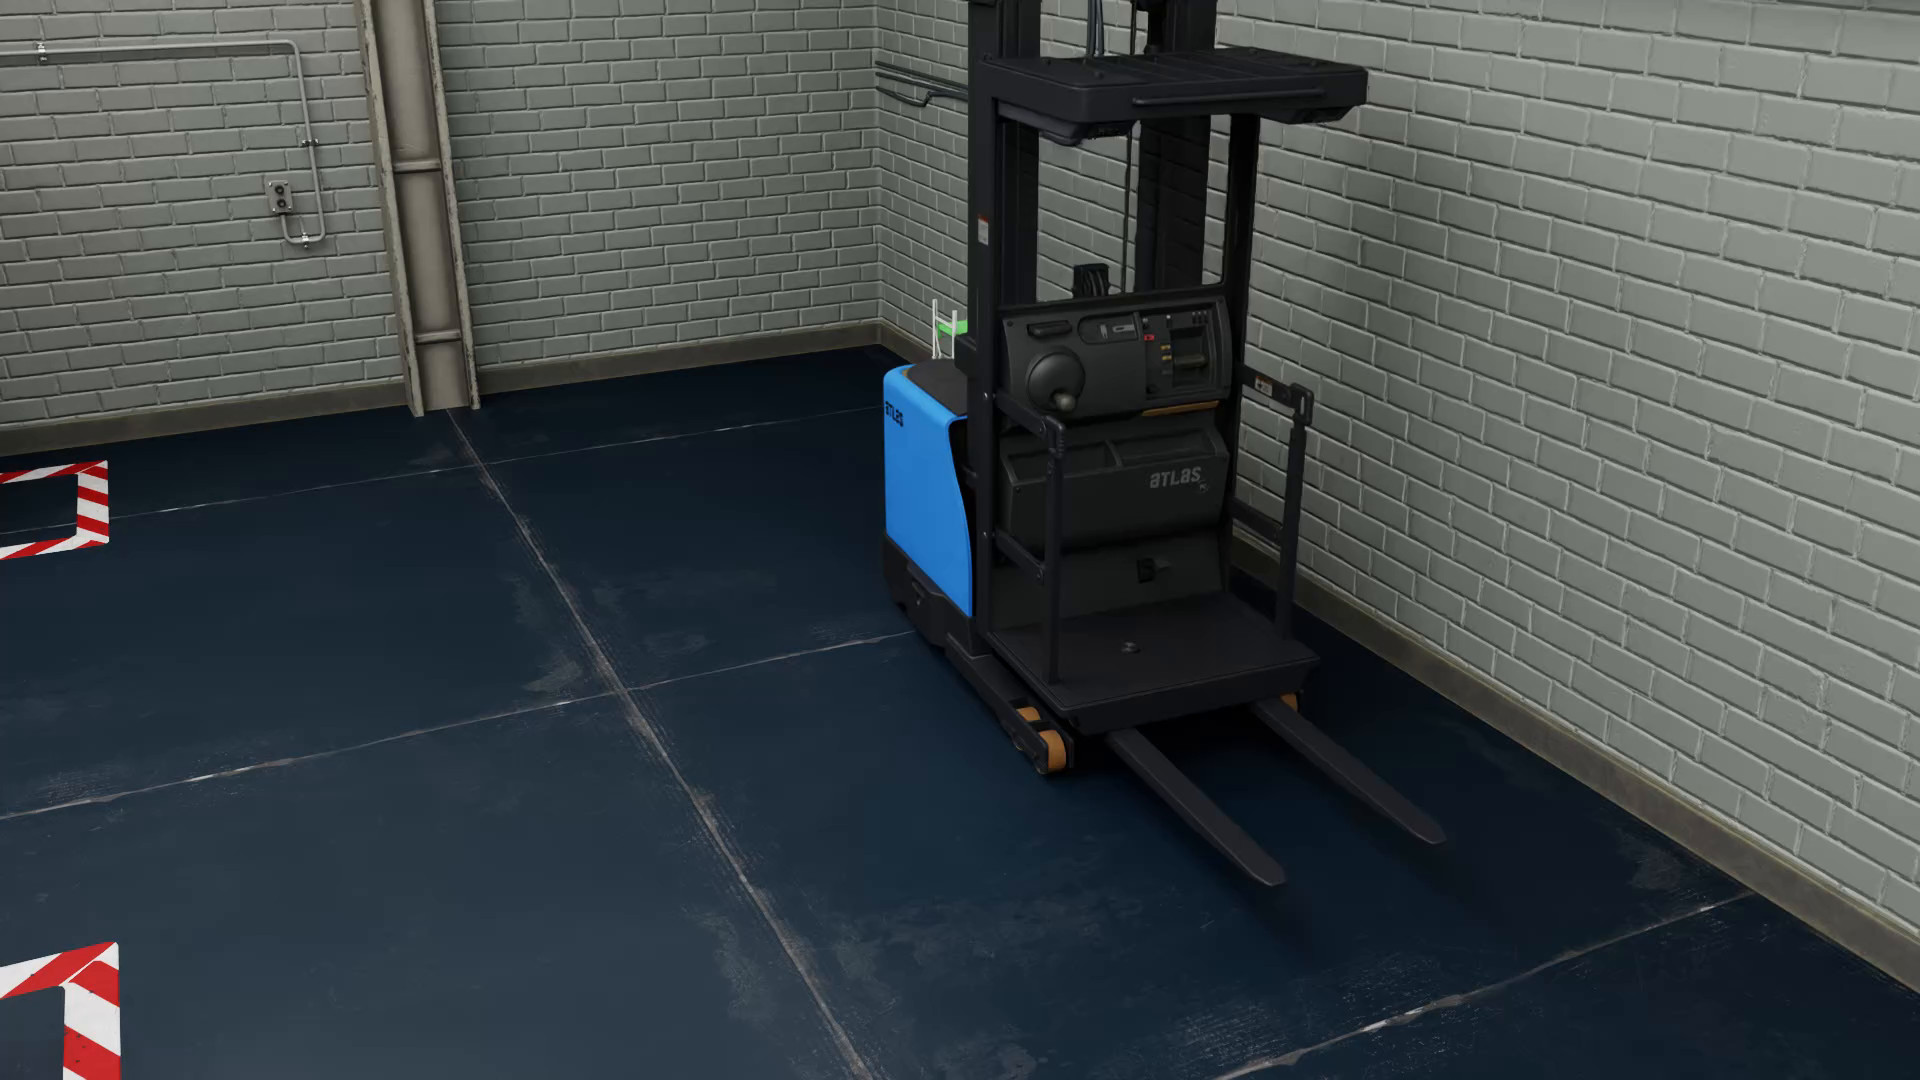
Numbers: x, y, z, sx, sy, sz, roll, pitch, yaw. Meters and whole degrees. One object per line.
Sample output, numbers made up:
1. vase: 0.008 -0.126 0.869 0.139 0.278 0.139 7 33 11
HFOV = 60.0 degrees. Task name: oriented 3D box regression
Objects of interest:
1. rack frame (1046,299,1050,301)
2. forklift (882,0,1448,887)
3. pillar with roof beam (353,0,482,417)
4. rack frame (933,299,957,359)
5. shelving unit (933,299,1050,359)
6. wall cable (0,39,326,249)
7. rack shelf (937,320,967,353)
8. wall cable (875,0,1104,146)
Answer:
1. rack frame: 0.369 -0.622 8.185 0.015 1.200 0.240 -10 25 -24
2. forklift: 0.681 -0.670 6.036 1.130 2.935 3.031 -9 24 -21
3. pillar with roof beam: -1.315 -3.504 4.948 0.400 9.000 9.100 -10 25 -24
4. rack frame: -0.071 -0.541 7.989 0.015 1.200 0.240 -10 25 -24
5. shelving unit: 0.149 -0.582 8.087 0.503 1.200 0.258 -10 25 -24
6. wall cable: -4.496 -2.477 8.984 1.851 1.984 0.084 -10 25 -24
7. rack shelf: 0.149 -0.966 7.928 0.480 0.148 0.258 -10 25 -24
8. wall cable: 0.012 -3.622 9.293 0.112 2.526 3.097 -10 25 -24
